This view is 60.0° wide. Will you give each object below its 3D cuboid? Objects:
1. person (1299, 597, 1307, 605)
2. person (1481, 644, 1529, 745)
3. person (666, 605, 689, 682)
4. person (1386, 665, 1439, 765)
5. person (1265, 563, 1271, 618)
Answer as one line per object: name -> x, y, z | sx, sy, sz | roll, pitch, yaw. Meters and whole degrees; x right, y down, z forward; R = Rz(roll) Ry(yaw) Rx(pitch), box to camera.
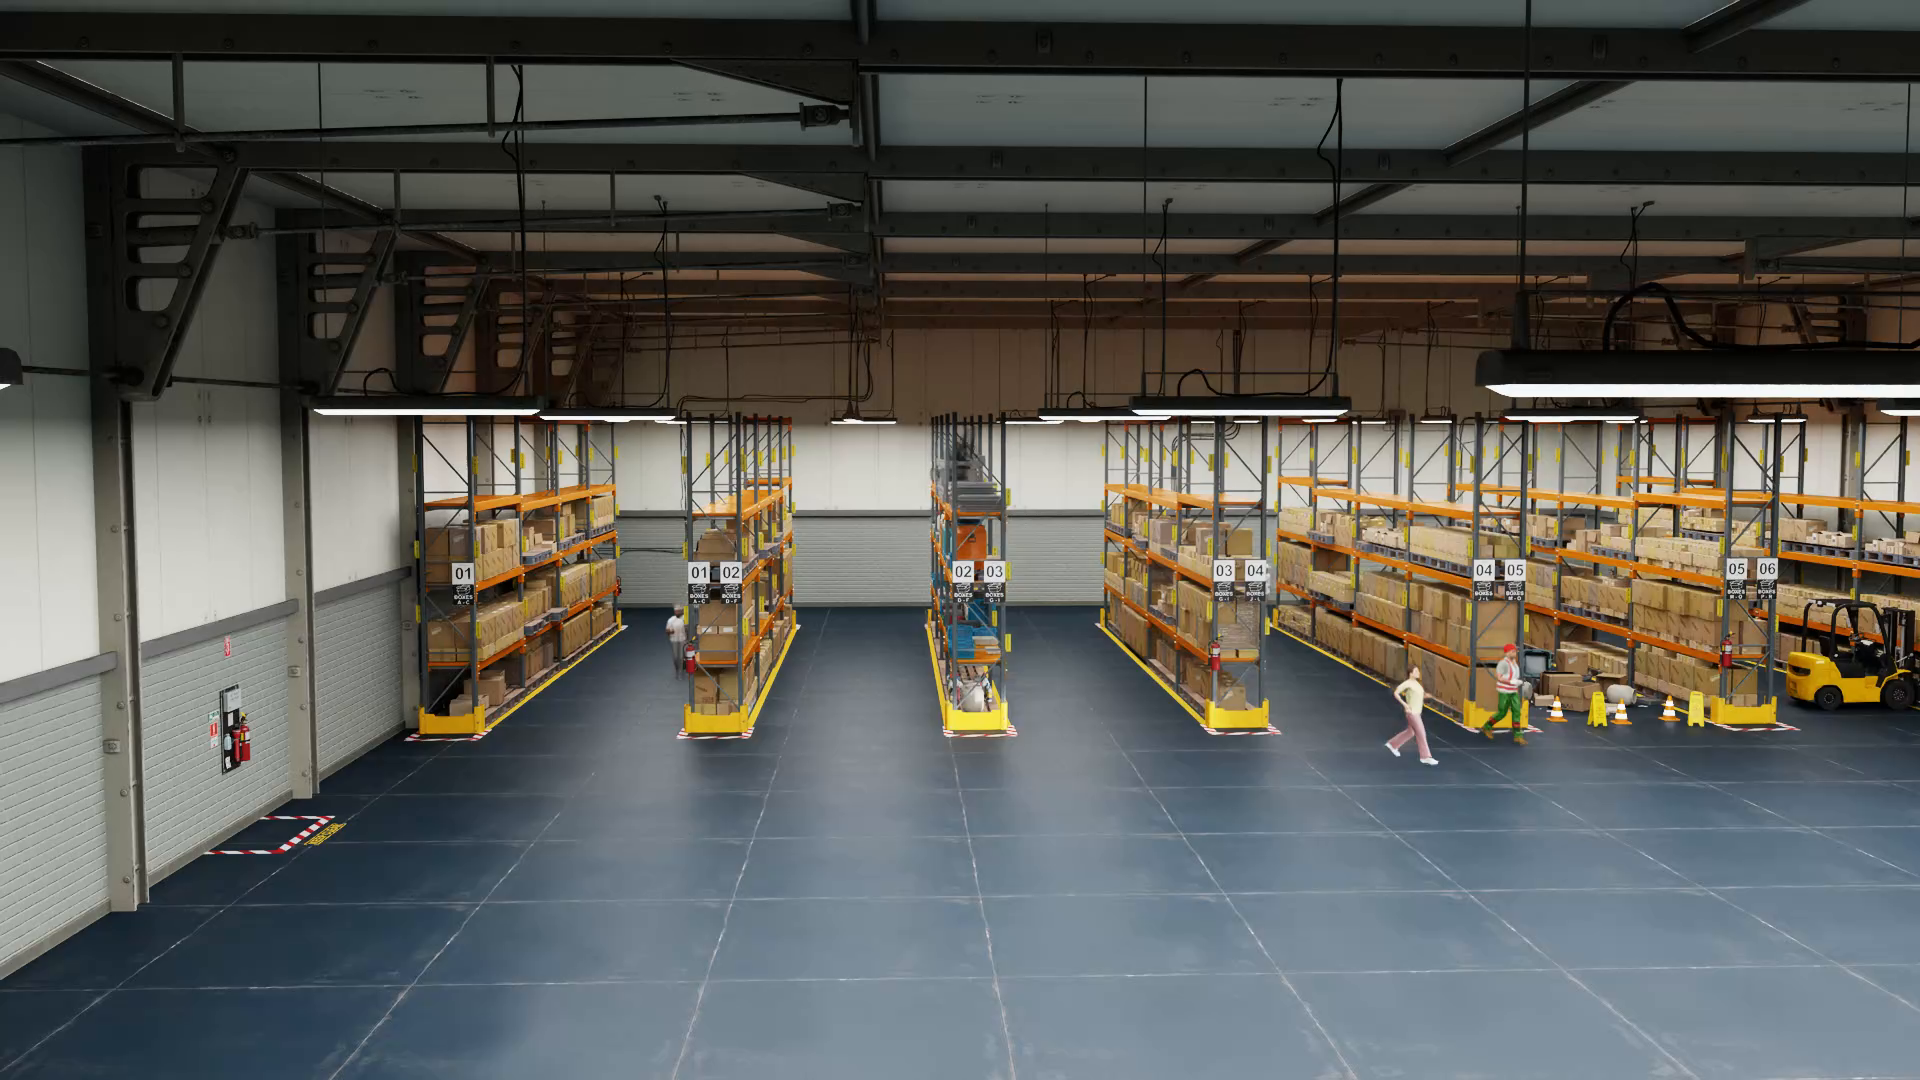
person -> 10.215, 1.547, 49.082 | 0.581, 1.712, 0.811 | 3, 5, 41
person -> 9.903, 2.769, 30.105 | 0.685, 1.808, 0.882 | -3, 5, -42
person -> -6.359, 2.300, 37.561 | 0.576, 1.706, 0.921 | 0, 4, -7
person -> 7.693, 2.940, 28.268 | 0.970, 1.653, 0.575 | 3, 5, 36
person -> 8.833, 1.552, 48.646 | 0.647, 1.772, 0.656 | -3, 5, -38
